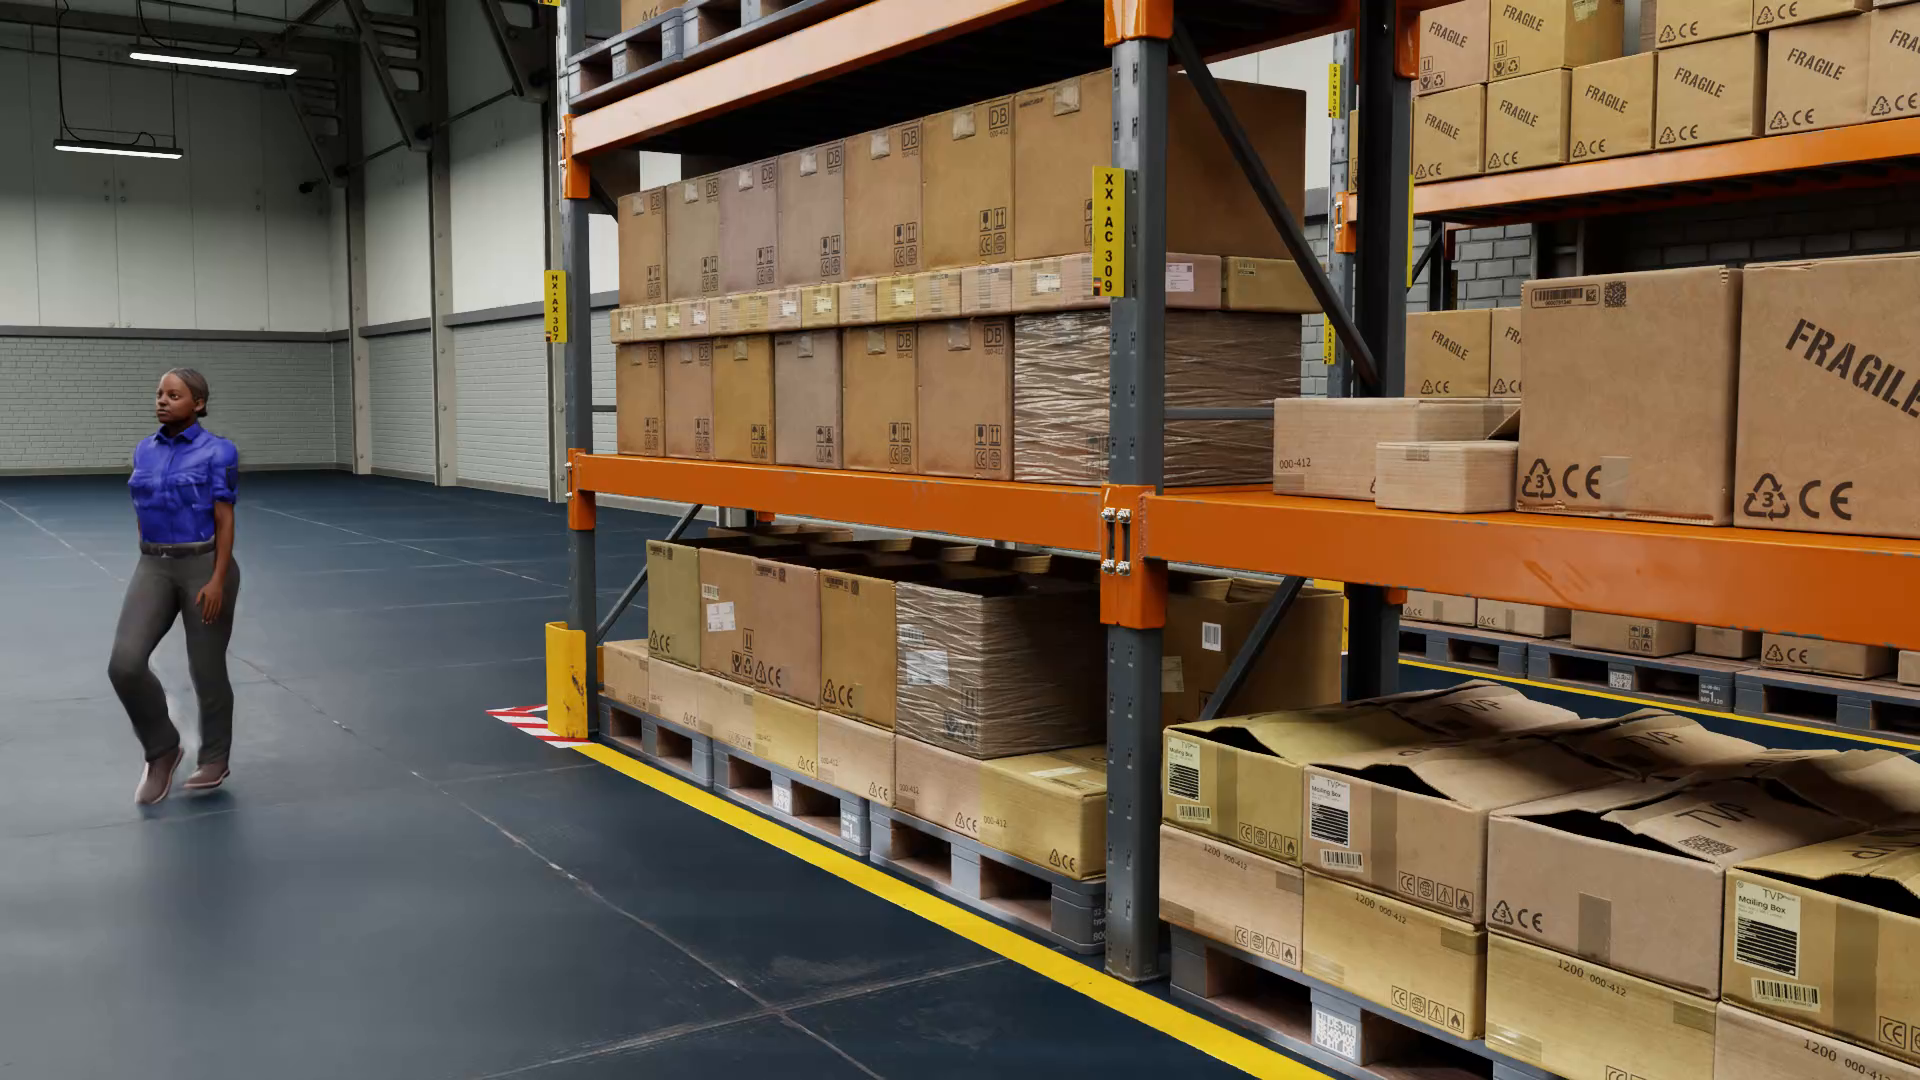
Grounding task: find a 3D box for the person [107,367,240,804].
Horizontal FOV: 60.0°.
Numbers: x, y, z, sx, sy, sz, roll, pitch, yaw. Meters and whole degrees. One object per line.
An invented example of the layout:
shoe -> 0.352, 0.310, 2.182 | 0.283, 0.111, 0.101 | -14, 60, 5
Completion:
person -> -3.002, 0.183, 6.424 | 0.432, 1.696, 0.476 | 0, 5, 2
